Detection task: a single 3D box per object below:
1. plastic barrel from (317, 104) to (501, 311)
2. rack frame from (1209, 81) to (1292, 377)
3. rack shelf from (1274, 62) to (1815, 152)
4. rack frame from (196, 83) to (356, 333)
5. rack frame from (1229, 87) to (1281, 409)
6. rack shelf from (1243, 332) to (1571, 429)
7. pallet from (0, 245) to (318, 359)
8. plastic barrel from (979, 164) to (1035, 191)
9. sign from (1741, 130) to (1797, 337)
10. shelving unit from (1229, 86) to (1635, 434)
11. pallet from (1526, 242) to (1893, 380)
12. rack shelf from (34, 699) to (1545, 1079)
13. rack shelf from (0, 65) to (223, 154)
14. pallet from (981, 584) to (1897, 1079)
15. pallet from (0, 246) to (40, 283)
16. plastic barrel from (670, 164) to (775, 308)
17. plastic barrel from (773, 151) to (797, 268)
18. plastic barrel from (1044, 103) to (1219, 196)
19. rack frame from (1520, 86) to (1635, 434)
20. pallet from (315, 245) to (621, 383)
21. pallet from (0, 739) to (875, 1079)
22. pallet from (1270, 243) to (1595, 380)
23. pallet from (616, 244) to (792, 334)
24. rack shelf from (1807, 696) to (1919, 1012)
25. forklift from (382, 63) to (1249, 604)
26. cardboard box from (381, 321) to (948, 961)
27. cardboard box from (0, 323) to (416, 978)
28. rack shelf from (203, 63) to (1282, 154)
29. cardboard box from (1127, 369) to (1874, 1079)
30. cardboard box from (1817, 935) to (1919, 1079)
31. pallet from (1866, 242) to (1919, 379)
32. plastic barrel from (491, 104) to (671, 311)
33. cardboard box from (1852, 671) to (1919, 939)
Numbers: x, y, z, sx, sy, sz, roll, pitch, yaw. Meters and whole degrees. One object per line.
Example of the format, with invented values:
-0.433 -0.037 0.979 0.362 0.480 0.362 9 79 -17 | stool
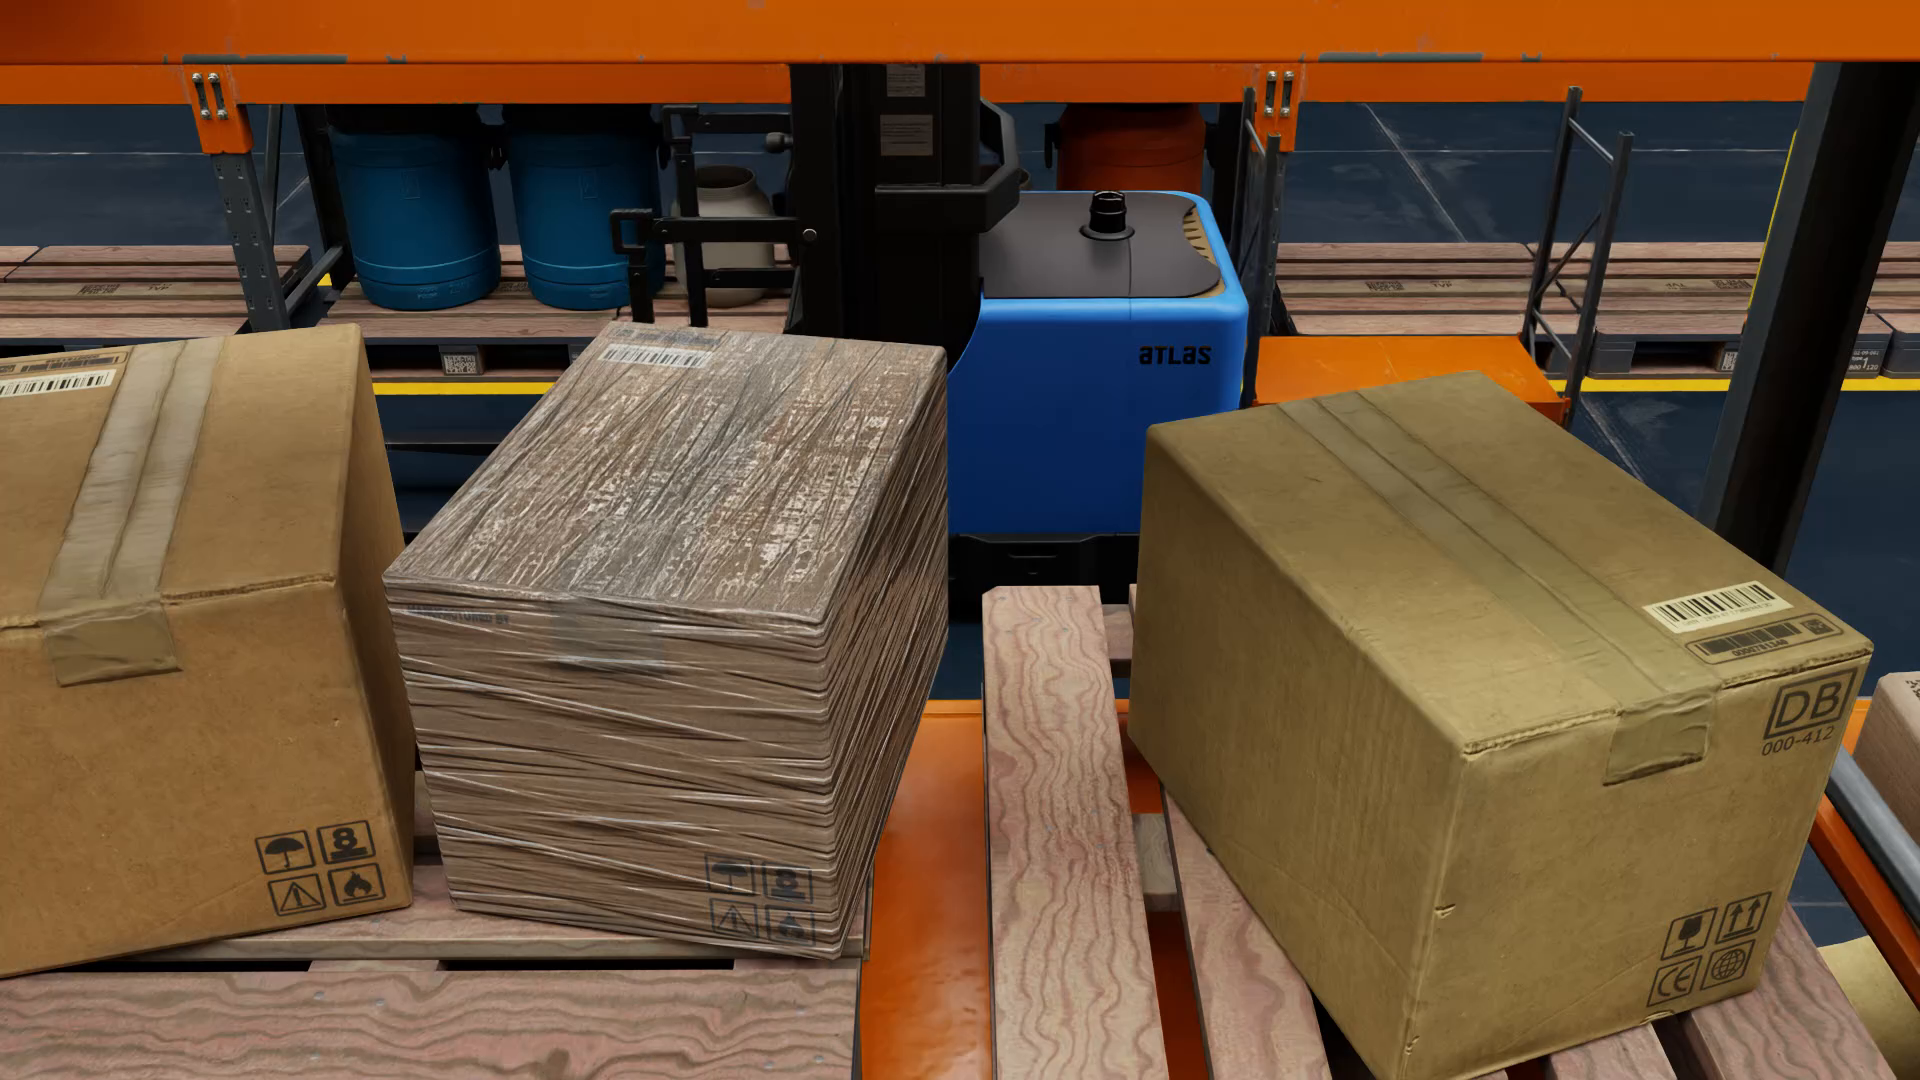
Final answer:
-2.264 -1.479 6.913 0.708 0.901 0.600 0 31 0 | plastic barrel
1.192 -2.216 6.510 0.127 3.000 1.000 0 31 0 | rack frame
3.192 -1.915 6.707 4.000 0.370 1.077 0 31 0 | rack shelf
-2.808 -2.203 6.490 0.127 3.000 1.000 0 31 0 | rack frame
0.903 -0.645 5.367 0.032 1.500 0.500 0 31 0 | rack frame
1.411 -0.493 5.463 1.000 0.185 0.538 0 31 0 | rack shelf
-3.543 -0.989 7.176 1.213 0.211 1.003 0 31 0 | pallet
0.139 -1.273 6.950 0.421 0.512 0.421 0 31 0 | plastic barrel
1.212 -0.429 2.450 0.005 0.325 0.100 0 31 0 | sign
1.402 -0.646 5.370 1.083 1.500 0.587 0 31 0 | shelving unit
3.184 -1.008 7.208 1.213 0.211 1.003 0 31 0 | pallet
-0.782 0.667 2.452 4.000 0.370 1.077 0 31 0 | rack shelf
-4.808 -1.889 6.666 4.000 0.370 1.077 0 31 0 | rack shelf
0.541 0.474 2.262 1.003 0.211 1.213 0 31 0 | pallet
-4.766 -0.983 7.167 1.213 0.211 1.003 0 31 0 | pallet
-0.990 -1.270 6.944 0.421 0.512 0.421 0 31 0 | plastic barrel
-0.426 -1.350 7.004 0.708 0.588 0.600 0 31 0 | plastic barrel
0.703 -1.457 6.947 0.708 0.830 0.600 0 31 0 | plastic barrel
1.919 -0.648 5.373 0.032 1.500 0.500 0 31 0 | rack frame
-2.036 -0.992 7.181 1.213 0.211 1.003 0 31 0 | pallet
-0.726 0.444 2.311 1.213 0.211 1.003 0 31 0 | pallet
1.967 -1.006 7.204 1.213 0.211 1.003 0 31 0 | pallet
-0.813 -0.997 7.190 1.213 0.211 1.003 0 31 0 | pallet
3.218 0.655 2.472 4.000 0.370 1.077 0 31 0 | rack shelf
-0.656 -1.270 5.018 3.031 2.935 1.130 0 31 0 | forklift
-0.327 0.096 2.200 0.500 0.500 0.700 6 32 9 | cardboard box
-1.015 0.106 2.182 0.500 0.500 0.700 -8 32 -13 | cardboard box
-0.808 -1.902 6.687 4.000 0.370 1.077 0 31 0 | rack shelf
0.589 0.192 2.041 0.500 0.500 0.700 -11 33 -17 | cardboard box
1.741 0.980 2.948 0.500 0.311 0.500 1 31 1 | cardboard box
4.407 -1.014 7.217 1.213 0.211 1.003 0 31 0 | pallet
-1.556 -1.481 6.917 0.708 0.901 0.600 0 31 0 | plastic barrel
1.582 0.413 2.263 0.500 0.311 0.500 2 31 3 | cardboard box
